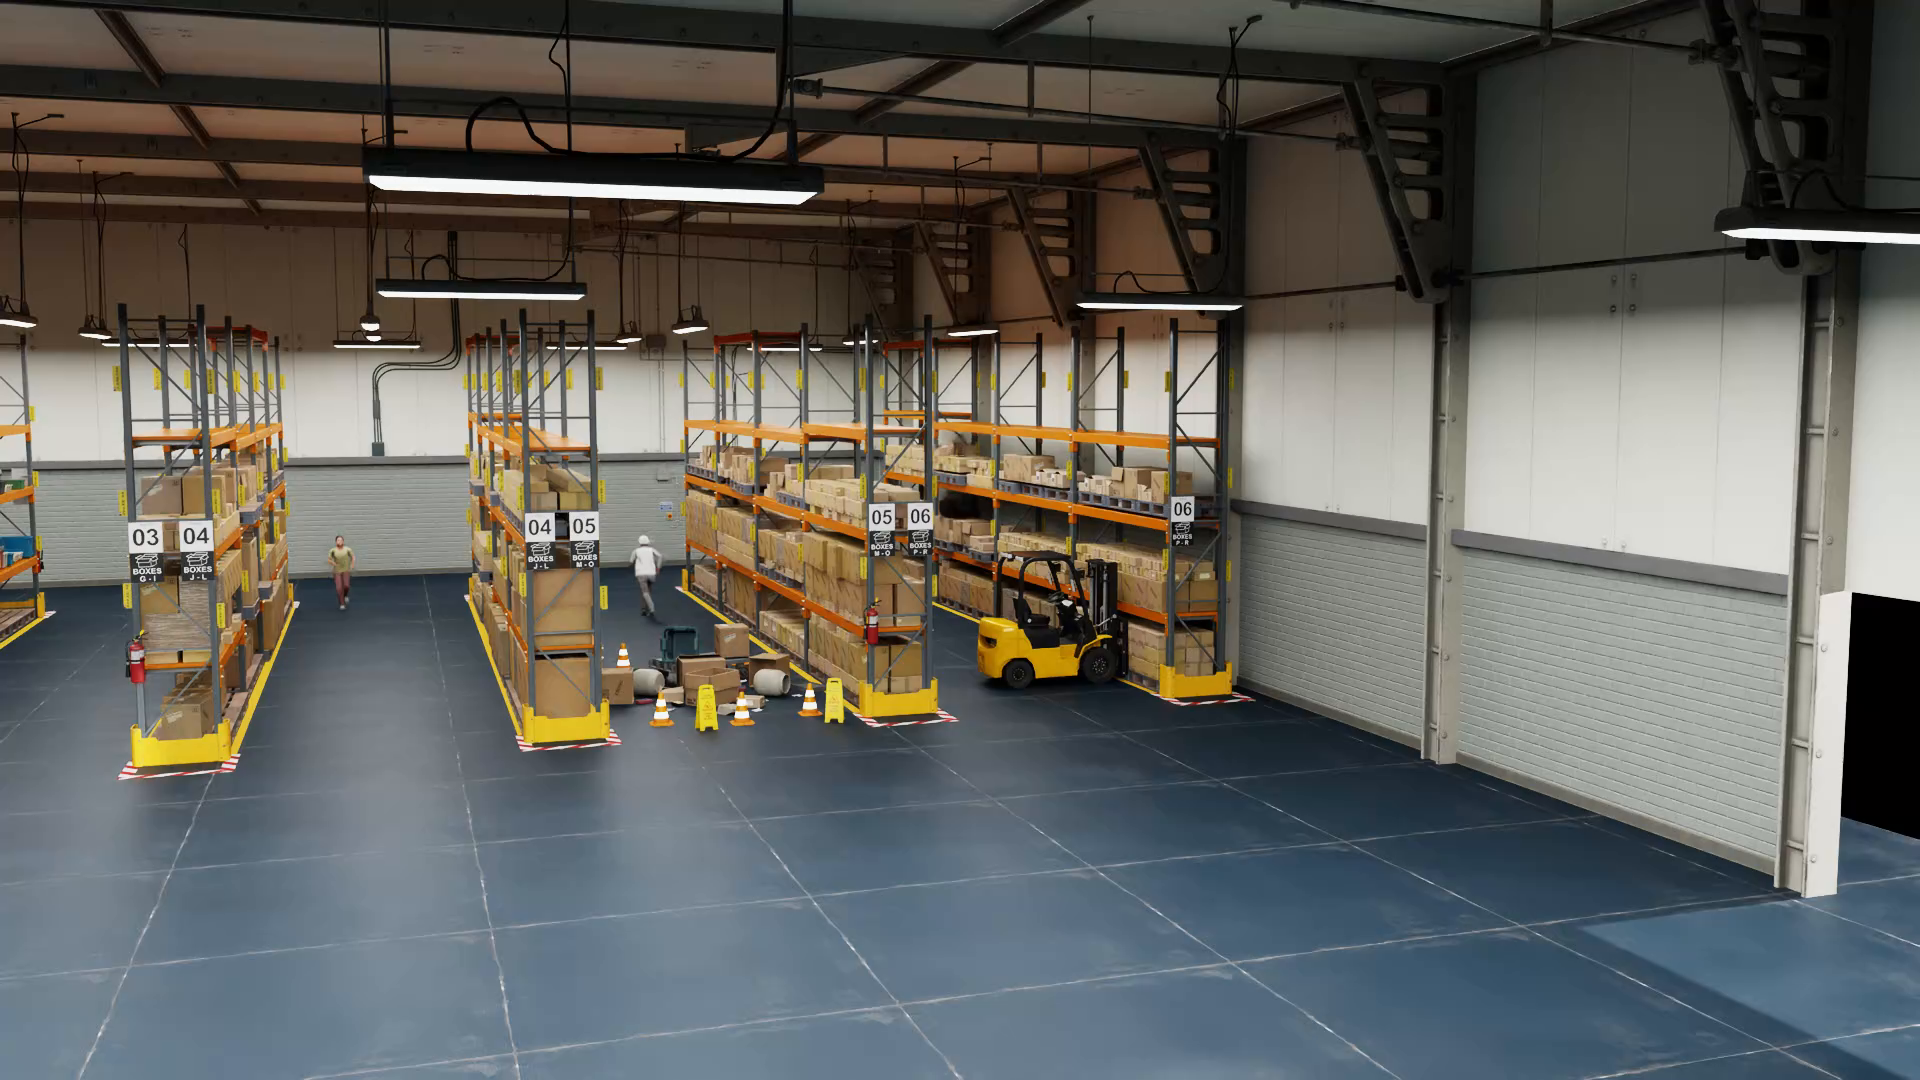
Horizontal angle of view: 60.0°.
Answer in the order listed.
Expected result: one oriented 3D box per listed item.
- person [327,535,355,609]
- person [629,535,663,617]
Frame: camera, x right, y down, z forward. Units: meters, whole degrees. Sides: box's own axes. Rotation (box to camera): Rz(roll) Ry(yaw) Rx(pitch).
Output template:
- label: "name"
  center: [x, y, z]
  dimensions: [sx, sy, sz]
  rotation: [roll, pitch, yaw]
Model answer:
- label: "person"
  center: [-13.646, 0.714, 36.695]
  dimensions: [0.574, 1.631, 0.540]
  rotation: [-2, 6, -20]
- label: "person"
  center: [-6.622, 0.809, 35.148]
  dimensions: [0.658, 1.787, 1.022]
  rotation: [-3, 6, -29]
